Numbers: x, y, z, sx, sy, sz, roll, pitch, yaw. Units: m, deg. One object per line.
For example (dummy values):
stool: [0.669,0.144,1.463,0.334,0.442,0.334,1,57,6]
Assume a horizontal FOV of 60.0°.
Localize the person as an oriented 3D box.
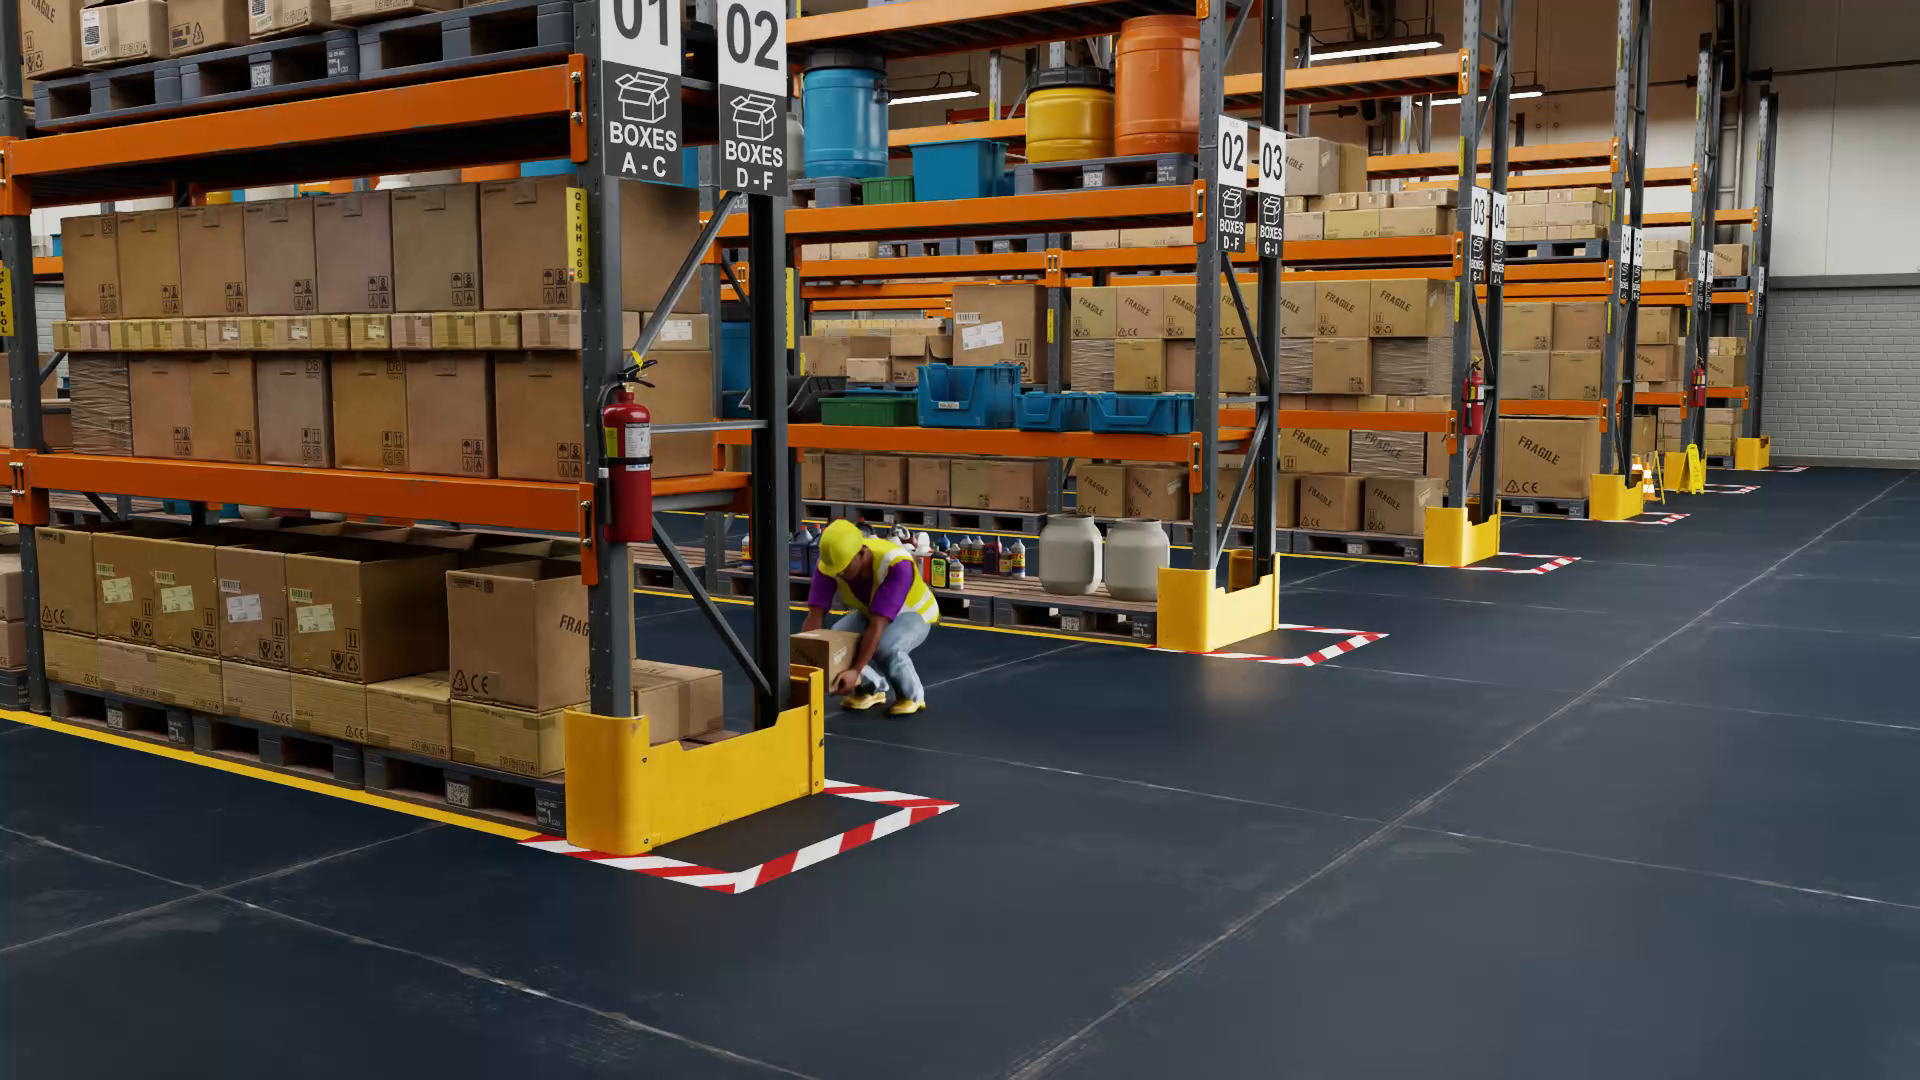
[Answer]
person: [-0.437,0.377,8.245,0.544,1.012,0.898,4,7,32]
